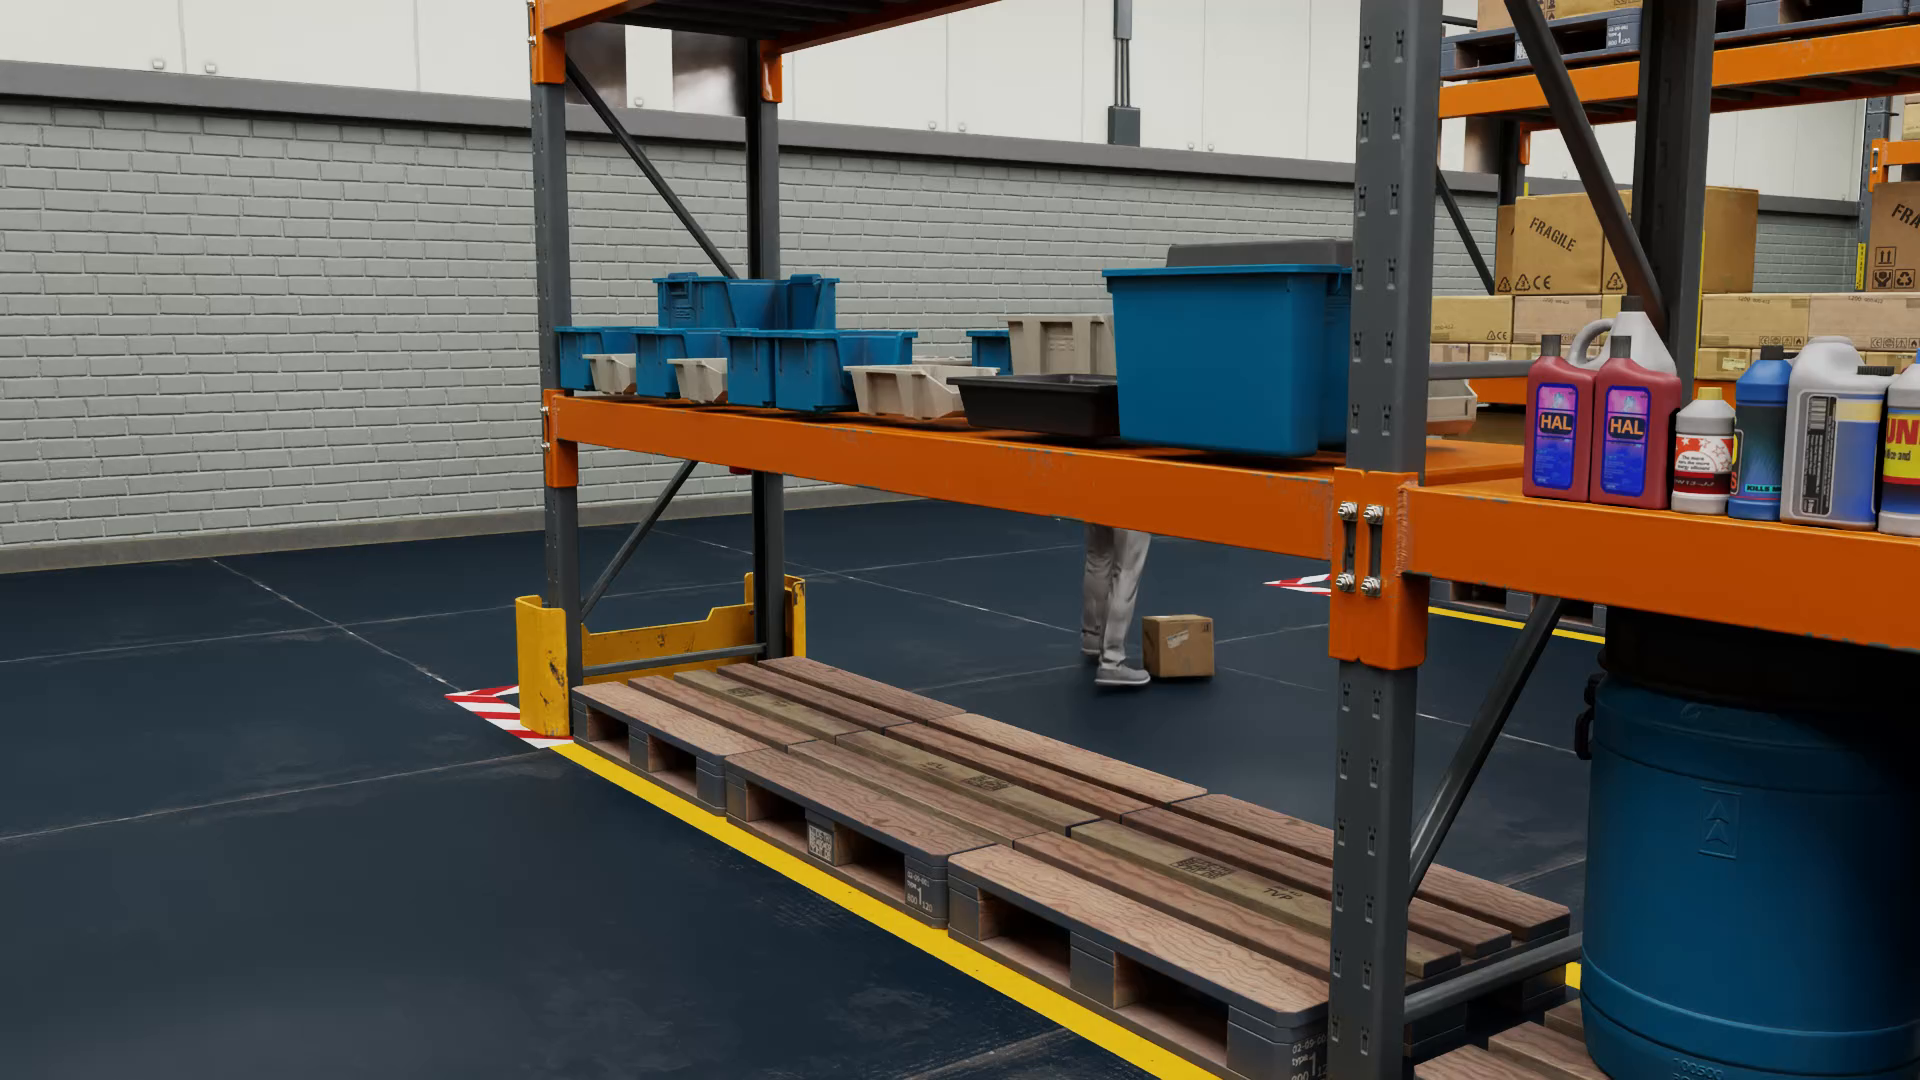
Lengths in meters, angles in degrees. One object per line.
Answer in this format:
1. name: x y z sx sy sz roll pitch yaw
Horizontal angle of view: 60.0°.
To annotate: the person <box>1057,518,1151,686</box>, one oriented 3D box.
1. person: 0.692 -0.208 7.366 0.631 1.618 0.769 5 9 30
